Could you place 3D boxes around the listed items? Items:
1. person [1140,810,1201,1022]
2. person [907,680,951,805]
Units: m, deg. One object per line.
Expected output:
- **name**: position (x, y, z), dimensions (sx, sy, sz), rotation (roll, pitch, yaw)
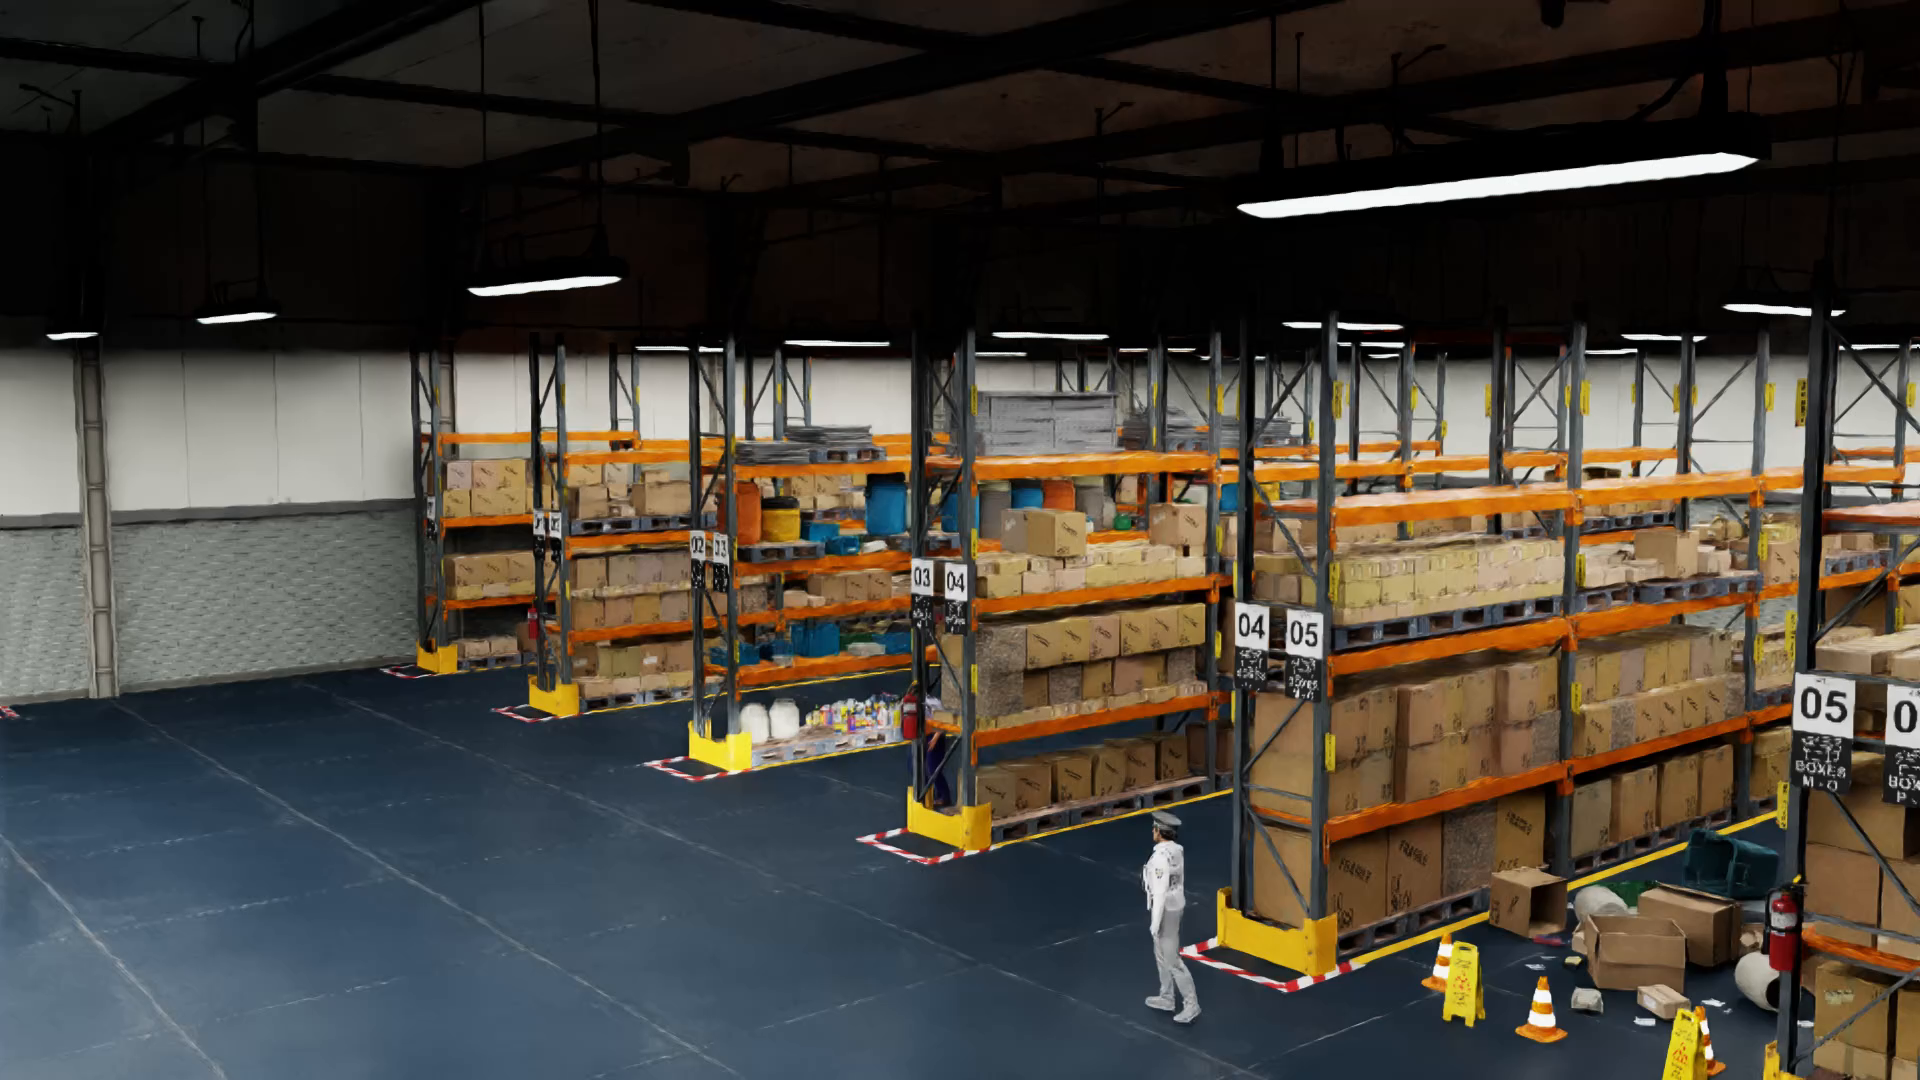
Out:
- **person**: position (1.760, 3.082, 13.702), dimensions (0.522, 1.658, 0.569), rotation (2, 6, 23)
- **person**: position (-0.397, 2.481, 20.609), dimensions (0.517, 1.581, 0.625), rotation (-5, 7, -41)
